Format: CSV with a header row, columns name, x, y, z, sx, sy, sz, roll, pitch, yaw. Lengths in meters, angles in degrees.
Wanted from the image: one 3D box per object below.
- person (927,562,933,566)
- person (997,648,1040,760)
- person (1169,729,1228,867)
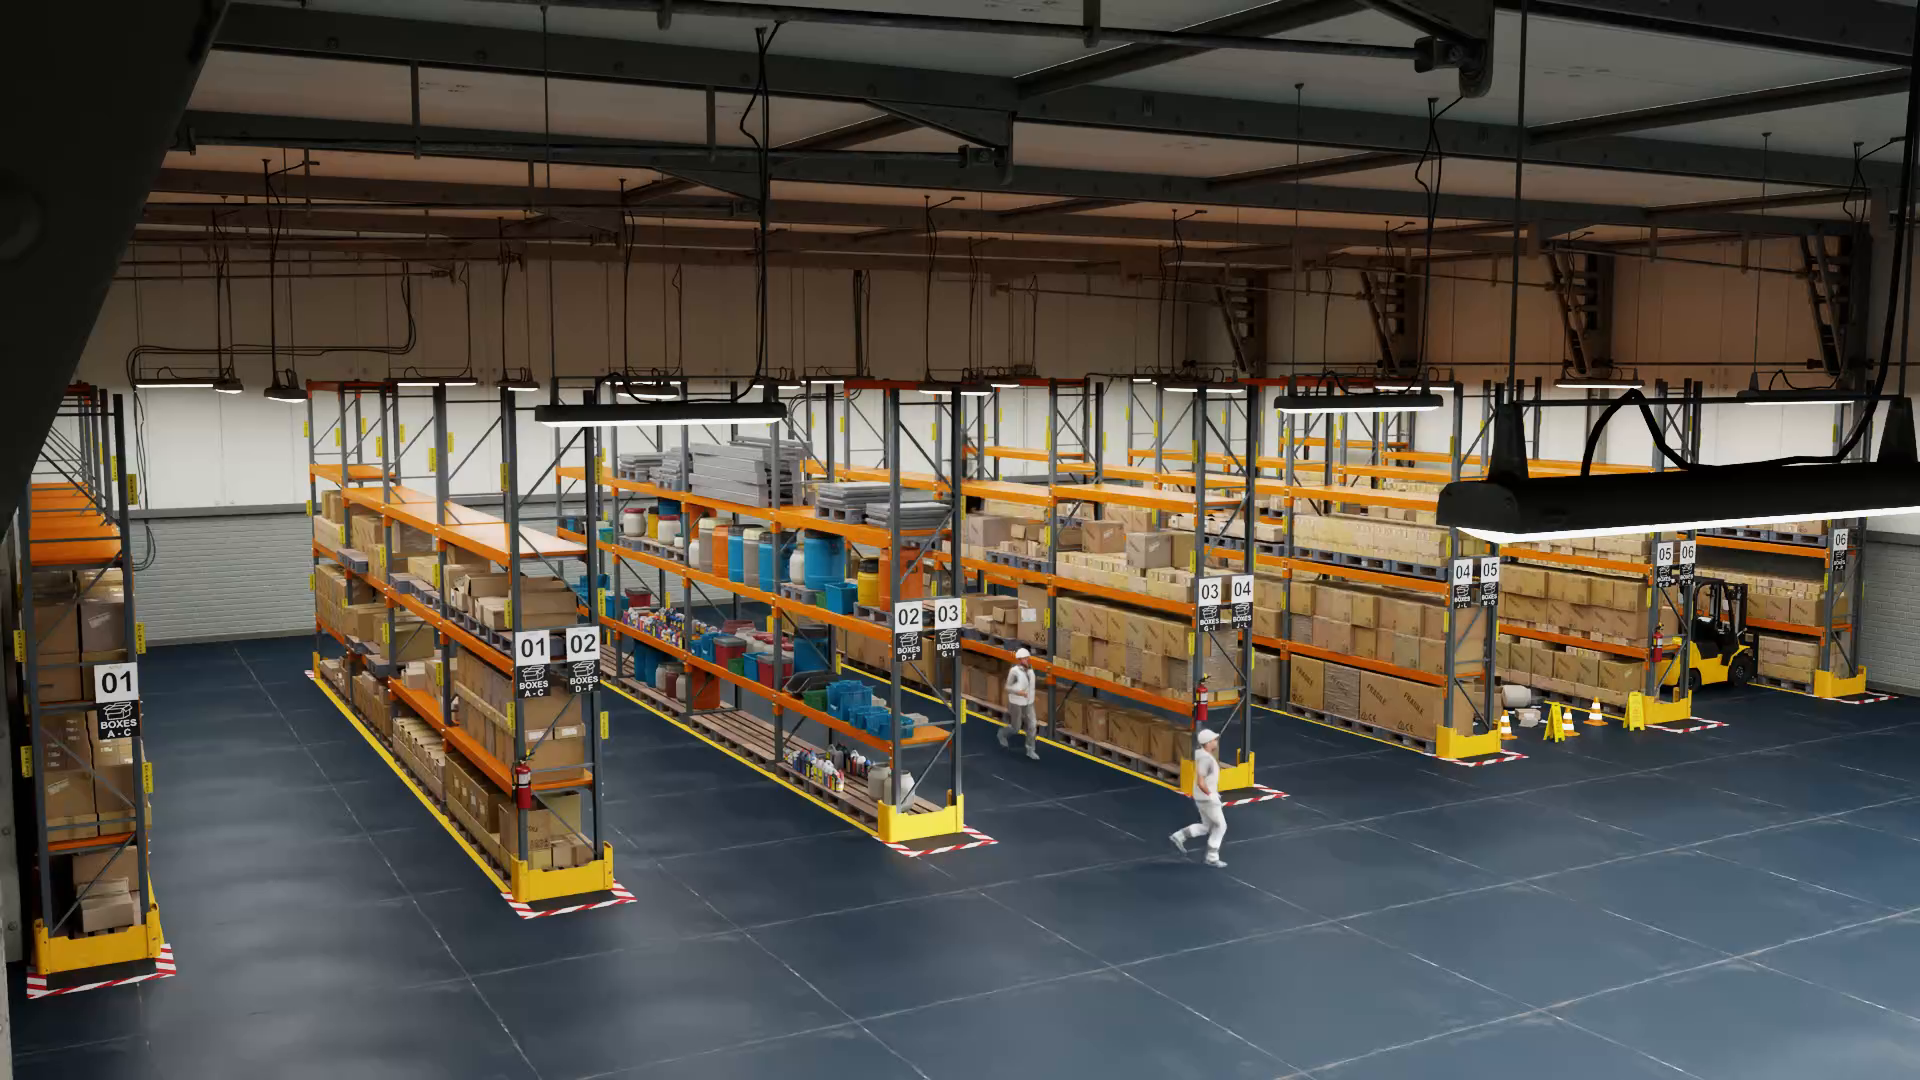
name,x,y,z,sx,sy,sz,roll,pitch,yaw
person,-0.790,1.335,39.546,0.649,1.612,0.775,0,6,2
person,0.962,2.605,26.799,0.646,1.764,0.927,-4,7,-36
person,3.020,3.255,20.947,0.740,1.770,0.680,0,6,1
